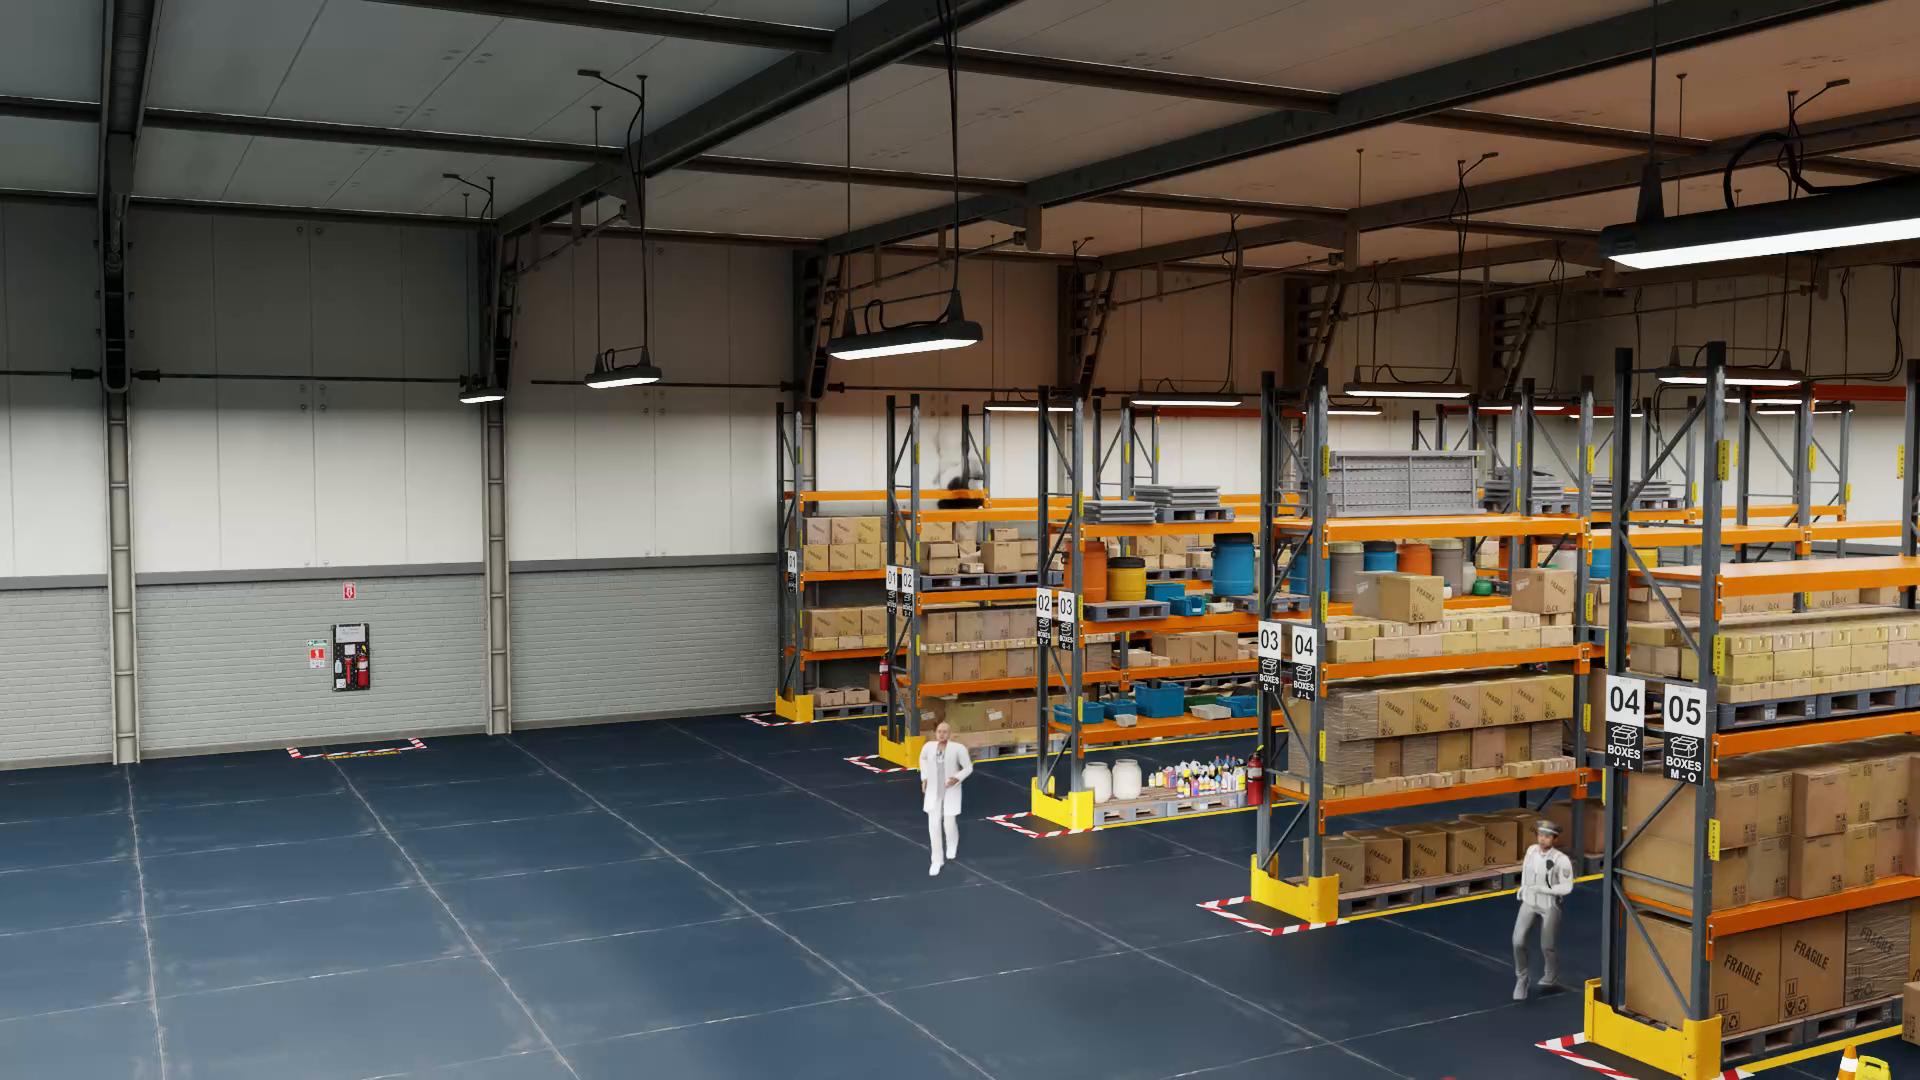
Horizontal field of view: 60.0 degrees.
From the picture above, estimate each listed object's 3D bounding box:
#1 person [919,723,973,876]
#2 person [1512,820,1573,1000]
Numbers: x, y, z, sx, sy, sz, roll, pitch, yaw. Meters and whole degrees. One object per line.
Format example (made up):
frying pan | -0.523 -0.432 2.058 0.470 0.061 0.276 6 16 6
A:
person | -0.188 3.133 20.396 0.712 1.814 0.892 1 3 10
person | 5.477 3.462 15.580 0.593 1.740 0.689 3 4 44
